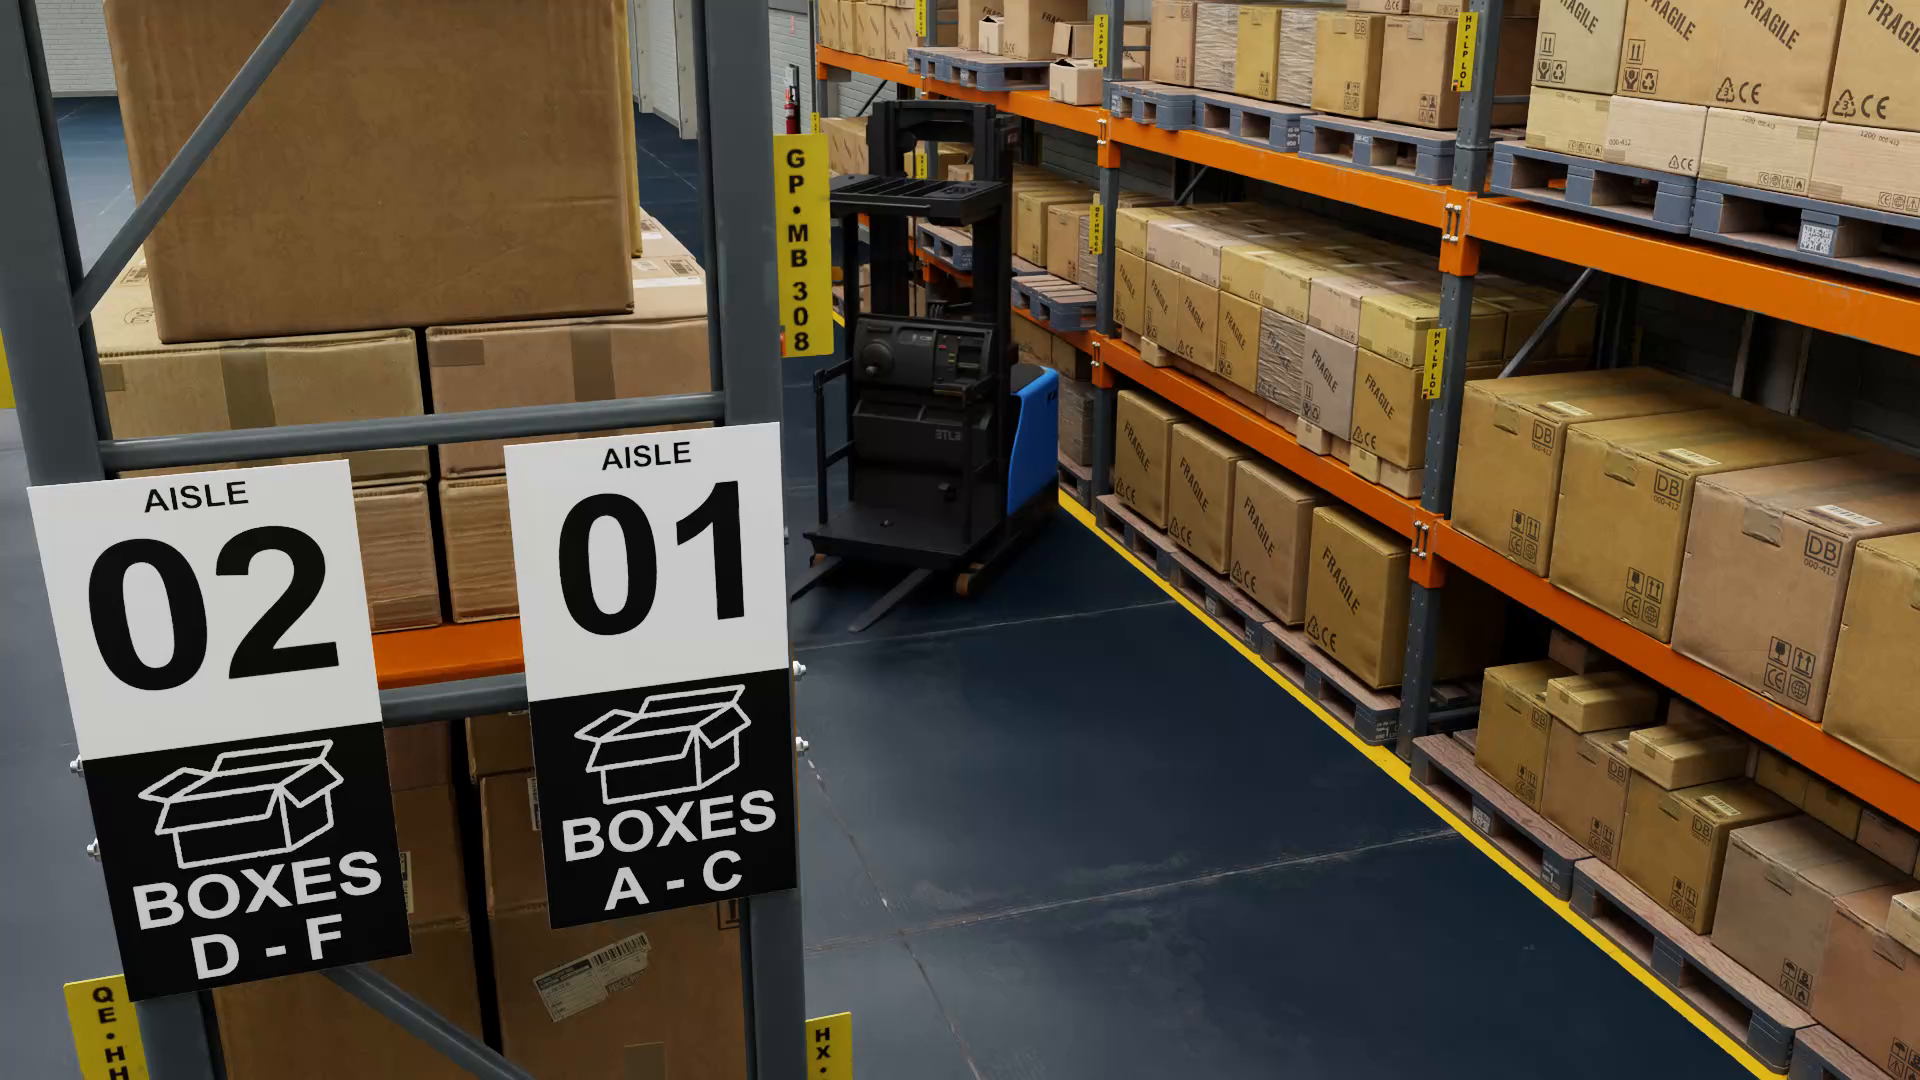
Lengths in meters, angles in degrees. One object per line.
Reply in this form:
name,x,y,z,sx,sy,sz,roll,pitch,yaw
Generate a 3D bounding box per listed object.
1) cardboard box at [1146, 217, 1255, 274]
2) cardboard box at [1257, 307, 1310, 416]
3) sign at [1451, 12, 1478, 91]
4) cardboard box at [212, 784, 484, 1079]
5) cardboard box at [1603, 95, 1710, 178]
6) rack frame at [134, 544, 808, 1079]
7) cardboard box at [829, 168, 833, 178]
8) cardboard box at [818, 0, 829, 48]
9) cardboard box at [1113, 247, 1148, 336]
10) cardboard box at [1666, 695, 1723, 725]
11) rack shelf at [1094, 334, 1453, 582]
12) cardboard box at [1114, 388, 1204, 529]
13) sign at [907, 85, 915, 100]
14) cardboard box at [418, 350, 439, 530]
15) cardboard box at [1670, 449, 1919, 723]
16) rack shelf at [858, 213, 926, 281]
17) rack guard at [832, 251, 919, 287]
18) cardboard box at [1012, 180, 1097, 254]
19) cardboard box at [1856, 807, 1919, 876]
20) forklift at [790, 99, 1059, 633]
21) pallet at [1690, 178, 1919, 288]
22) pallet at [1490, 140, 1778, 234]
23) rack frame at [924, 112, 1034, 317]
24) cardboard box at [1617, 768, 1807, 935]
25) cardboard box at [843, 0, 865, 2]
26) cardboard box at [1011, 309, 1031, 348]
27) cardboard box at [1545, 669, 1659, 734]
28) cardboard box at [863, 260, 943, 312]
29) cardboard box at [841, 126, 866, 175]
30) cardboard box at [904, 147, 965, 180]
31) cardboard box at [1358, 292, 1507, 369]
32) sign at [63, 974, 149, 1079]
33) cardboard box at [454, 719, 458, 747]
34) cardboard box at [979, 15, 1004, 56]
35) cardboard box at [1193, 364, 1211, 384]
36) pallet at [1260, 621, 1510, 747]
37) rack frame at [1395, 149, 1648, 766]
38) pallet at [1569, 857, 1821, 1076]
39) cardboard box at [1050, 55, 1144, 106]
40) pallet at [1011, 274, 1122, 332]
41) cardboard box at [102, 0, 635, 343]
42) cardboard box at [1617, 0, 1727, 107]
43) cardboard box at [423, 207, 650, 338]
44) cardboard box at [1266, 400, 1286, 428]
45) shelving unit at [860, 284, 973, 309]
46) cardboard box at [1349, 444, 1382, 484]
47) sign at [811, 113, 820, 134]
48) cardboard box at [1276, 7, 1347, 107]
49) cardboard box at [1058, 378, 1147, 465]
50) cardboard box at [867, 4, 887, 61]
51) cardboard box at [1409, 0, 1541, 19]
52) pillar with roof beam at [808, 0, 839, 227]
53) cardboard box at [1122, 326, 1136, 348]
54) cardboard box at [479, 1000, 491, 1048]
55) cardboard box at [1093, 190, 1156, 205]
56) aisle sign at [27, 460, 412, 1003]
cardboard box,1.501,-1.848,10.397,0.500,0.250,0.500,-7,21,-18
cardboard box,1.986,-1.003,9.153,0.500,0.500,0.500,-6,21,-17
sign,2.178,-2.103,7.165,0.100,0.325,0.005,-6,21,-17
cardboard box,-1.155,0.820,3.070,0.500,0.500,0.500,-7,21,-18
cardboard box,2.804,-1.531,6.258,0.500,0.250,0.500,-7,21,-18
rack frame,-0.754,1.451,2.940,1.000,3.000,0.127,-6,21,-17
cardboard box,-1.230,-3.960,18.195,0.500,0.250,0.500,-7,21,-19
cardboard box,-1.214,-5.545,17.803,0.500,0.500,0.500,-6,21,-16
cardboard box,1.343,-1.657,10.975,0.500,0.500,0.500,-6,21,-16
cardboard box,3.222,0.750,7.008,0.380,0.149,0.250,-7,21,-19
rack shelf,2.062,-0.663,9.890,1.077,0.370,4.000,-6,21,-17
cardboard box,1.540,-0.580,11.152,0.750,0.750,0.750,-7,21,-18
sign,-0.548,-4.957,18.600,0.100,0.325,0.005,-6,21,-17
cardboard box,-1.312,-0.189,3.289,0.500,0.250,0.500,-6,21,-17
cardboard box,3.308,0.142,6.141,0.980,0.700,0.700,-7,21,-20
rack shelf,-0.453,-3.231,17.038,1.077,0.370,4.000,-6,21,-17
rack guard,-1.058,-3.010,19.058,1.175,0.500,0.348,-6,21,-17
cardboard box,0.709,-2.627,13.493,0.700,0.500,0.500,-4,20,-10
cardboard box,3.543,1.077,6.097,0.380,0.149,0.250,-6,21,-16
forklift,-0.318,-1.169,10.336,1.130,2.935,3.031,8,21,21
pallet,3.317,-1.076,5.668,1.003,0.211,1.213,-6,21,-17
pallet,2.937,-1.466,6.756,1.003,0.211,1.213,-6,21,-17
rack frame,0.176,-2.927,15.129,1.000,3.000,0.127,-6,21,-17
cardboard box,3.142,1.196,6.726,0.700,0.500,0.500,-6,21,-16
cardboard box,-0.910,-5.671,16.673,0.500,0.500,0.500,-6,21,-16
cardboard box,0.732,-1.769,13.842,0.500,0.250,0.500,-7,21,-19
cardboard box,2.762,0.693,7.165,0.380,0.149,0.250,-6,21,-15
cardboard box,-0.587,-2.586,17.227,0.700,0.500,0.500,-8,21,-21
cardboard box,-0.914,-3.992,17.175,0.500,0.500,0.500,-7,21,-19
cardboard box,-0.266,-3.338,15.356,0.500,0.500,0.500,-6,21,-17
cardboard box,2.301,-1.032,8.126,0.500,0.250,0.500,-6,21,-16
sign,-1.287,0.810,2.544,0.100,0.325,0.005,-6,21,-17
cardboard box,-1.791,0.638,5.056,0.500,0.500,0.500,-6,21,-17
cardboard box,0.465,-4.113,13.504,0.500,0.311,0.500,-6,21,-15
cardboard box,1.677,-1.079,10.324,0.380,0.149,0.250,-6,21,-16
pallet,2.376,0.713,9.120,1.003,0.211,1.213,-6,21,-17
rack frame,2.690,-0.360,7.982,1.000,3.000,0.127,-6,21,-17
pallet,3.242,1.597,6.659,1.003,0.211,1.213,-6,21,-17
cardboard box,0.950,-3.225,11.624,0.500,0.311,0.500,-6,21,-17
pallet,1.108,-1.771,12.193,1.213,0.211,1.003,-6,21,-17
cardboard box,-0.931,-0.642,2.701,0.700,0.500,0.500,-6,21,-17
cardboard box,2.816,-1.876,6.108,0.500,0.500,0.500,-7,21,-18
cardboard box,-0.982,-0.639,3.803,0.500,0.250,0.500,-6,21,-17
cardboard box,1.958,-0.742,9.387,0.380,0.149,0.250,-7,21,-19
shelving unit,-0.299,-1.225,12.607,0.538,1.500,1.048,-16,25,-37
cardboard box,2.213,-0.408,8.458,0.380,0.149,0.250,-6,21,-16
sign,-1.596,-4.561,18.396,0.100,0.325,0.005,-6,21,-17
cardboard box,2.185,-2.659,9.147,0.700,0.500,0.500,-6,21,-17
cardboard box,1.157,-0.900,12.532,0.700,0.500,0.500,-6,21,-16
cardboard box,-0.575,-4.869,15.920,0.500,0.500,0.500,-7,21,-19
cardboard box,2.538,-2.675,8.082,0.500,0.250,0.500,-5,20,-13
pillar with roof beam,-6.013,-8.370,21.407,9.100,9.000,0.400,-6,21,-17
cardboard box,1.317,-1.405,11.232,0.380,0.149,0.250,-7,21,-18
cardboard box,-1.153,1.289,3.242,0.500,0.500,0.500,-6,21,-16
cardboard box,1.181,-2.412,11.937,0.380,0.149,0.250,-10,22,-26
aisle sign,-1.023,0.282,2.349,0.394,0.787,0.004,-6,21,-17
